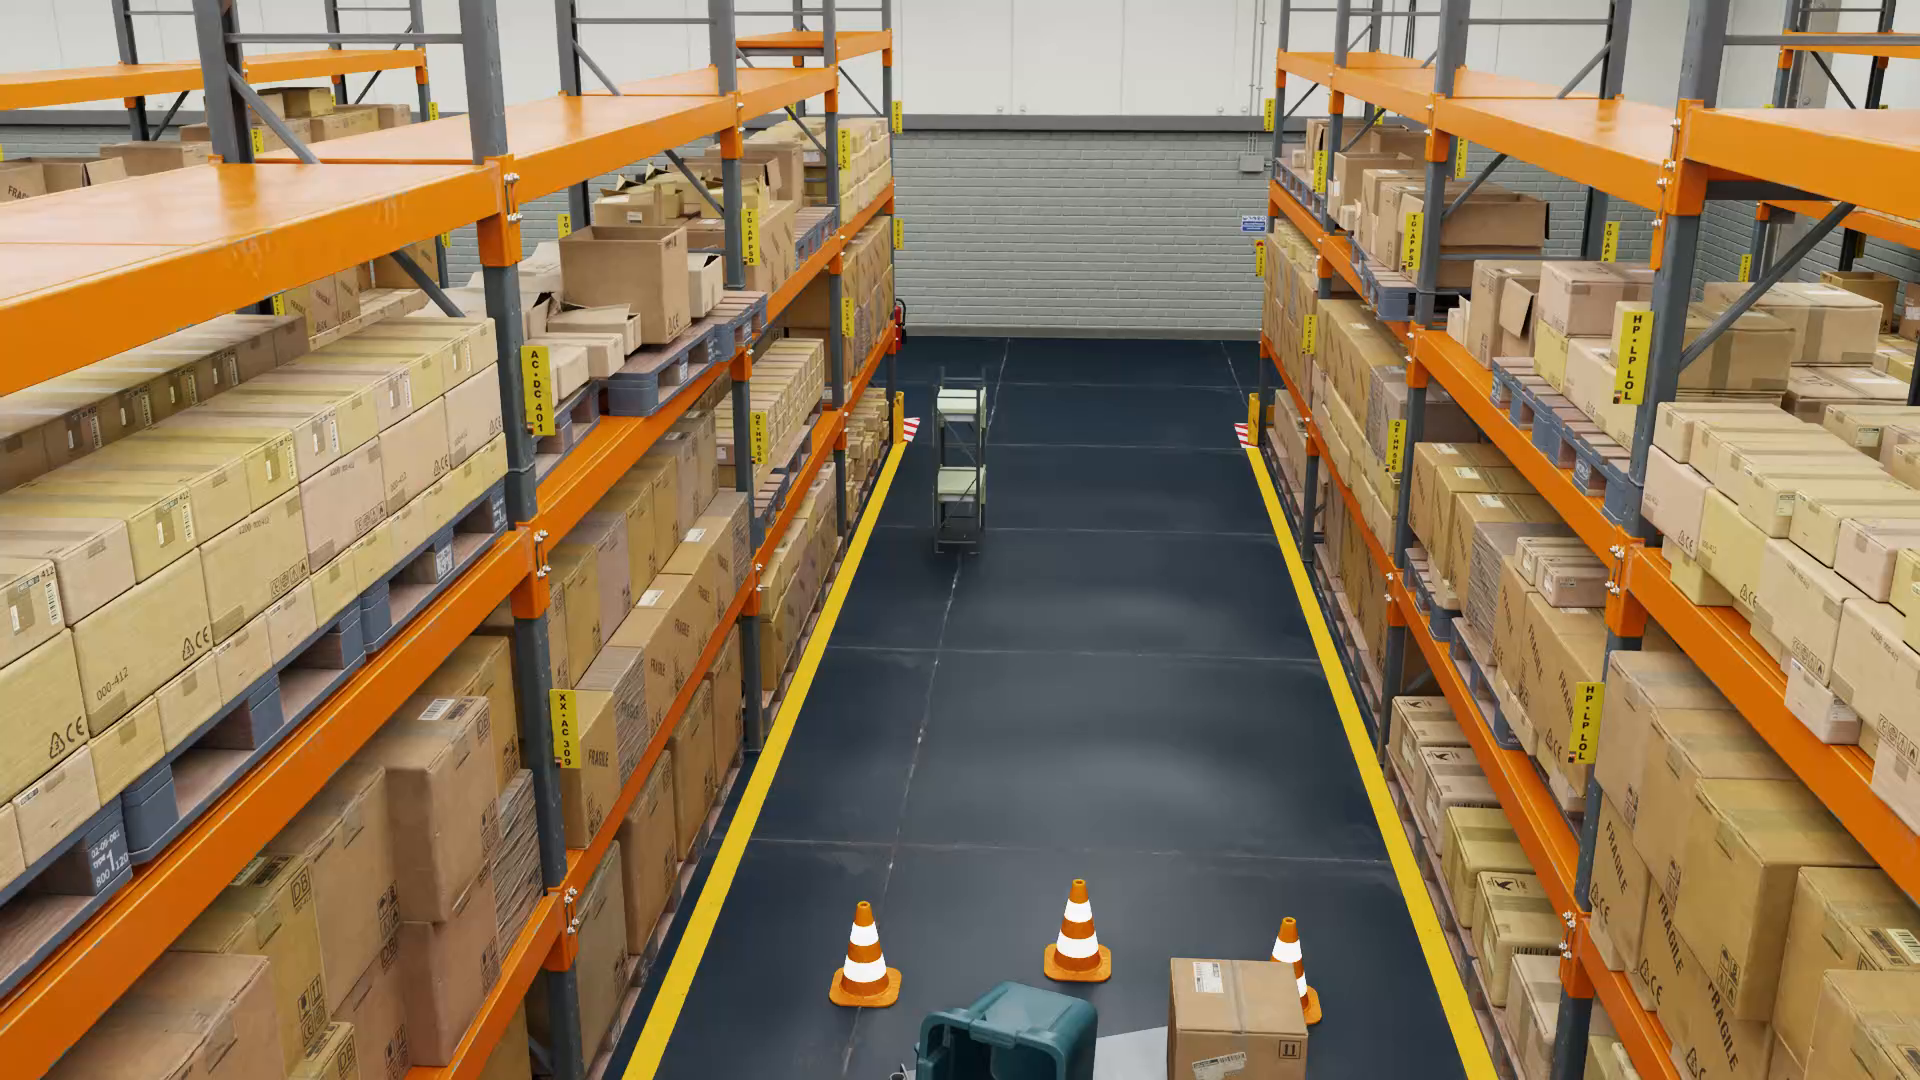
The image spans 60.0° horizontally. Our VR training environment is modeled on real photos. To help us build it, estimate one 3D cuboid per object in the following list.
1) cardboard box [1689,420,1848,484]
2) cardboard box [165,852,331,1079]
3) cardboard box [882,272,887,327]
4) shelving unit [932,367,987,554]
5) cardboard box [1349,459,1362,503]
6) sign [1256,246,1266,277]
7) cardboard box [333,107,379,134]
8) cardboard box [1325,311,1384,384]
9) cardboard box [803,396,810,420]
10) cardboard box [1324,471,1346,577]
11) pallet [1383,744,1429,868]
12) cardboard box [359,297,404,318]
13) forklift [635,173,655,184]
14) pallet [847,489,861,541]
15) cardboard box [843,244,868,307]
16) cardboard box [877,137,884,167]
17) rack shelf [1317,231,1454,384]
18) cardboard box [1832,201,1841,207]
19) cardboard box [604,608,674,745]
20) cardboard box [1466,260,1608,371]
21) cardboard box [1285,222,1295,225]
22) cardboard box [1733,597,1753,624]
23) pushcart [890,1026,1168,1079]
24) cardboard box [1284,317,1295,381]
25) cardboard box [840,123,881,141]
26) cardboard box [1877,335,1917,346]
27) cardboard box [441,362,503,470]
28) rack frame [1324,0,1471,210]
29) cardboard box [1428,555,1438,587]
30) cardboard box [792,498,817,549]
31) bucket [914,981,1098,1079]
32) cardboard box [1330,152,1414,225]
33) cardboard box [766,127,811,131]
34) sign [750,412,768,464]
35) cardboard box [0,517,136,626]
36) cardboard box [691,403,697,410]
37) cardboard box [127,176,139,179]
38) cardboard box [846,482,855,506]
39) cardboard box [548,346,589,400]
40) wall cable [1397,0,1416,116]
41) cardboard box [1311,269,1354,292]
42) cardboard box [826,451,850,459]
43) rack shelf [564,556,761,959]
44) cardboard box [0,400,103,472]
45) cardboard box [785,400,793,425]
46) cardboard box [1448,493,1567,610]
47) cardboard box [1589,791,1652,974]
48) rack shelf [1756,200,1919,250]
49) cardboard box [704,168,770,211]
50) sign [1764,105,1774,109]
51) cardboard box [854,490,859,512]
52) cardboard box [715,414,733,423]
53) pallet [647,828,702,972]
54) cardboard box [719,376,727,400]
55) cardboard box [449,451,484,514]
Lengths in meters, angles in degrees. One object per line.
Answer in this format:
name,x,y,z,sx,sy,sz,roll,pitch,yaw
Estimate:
cardboard box,2.540,-0.271,5.240,0.380,0.149,0.250,2,18,6
cardboard box,-2.257,1.195,4.485,0.875,0.550,0.500,1,18,4
cardboard box,-1.024,-2.448,16.939,0.500,0.500,0.500,1,18,3
shelving unit,0.000,-0.711,14.683,0.431,1.500,0.755,1,18,4
cardboard box,3.015,-0.407,11.590,0.500,0.250,0.500,1,18,3
sign,3.185,-2.949,17.587,0.100,0.325,0.005,1,18,4
cardboard box,-6.291,-4.092,16.781,0.700,0.500,0.500,1,18,2
cardboard box,3.124,-1.477,12.847,0.500,0.500,0.500,1,18,4
cardboard box,-1.380,-1.039,13.005,0.380,0.149,0.250,0,18,1
cardboard box,3.487,-0.239,13.572,0.875,0.875,0.875,2,18,6
pallet,3.107,1.567,9.802,1.003,0.211,1.213,1,18,4
cardboard box,-5.990,-2.305,16.902,0.500,0.250,0.500,1,18,2
forklift,-2.886,-2.168,16.832,1.130,2.935,3.031,0,18,0
pallet,-1.480,-0.206,15.214,1.003,0.211,1.213,1,18,4
cardboard box,-1.129,-2.438,15.302,0.500,0.500,0.500,2,18,5
cardboard box,-1.021,-3.849,16.472,0.500,0.250,0.500,1,18,2
rack shelf,3.308,-1.705,11.649,1.077,0.370,4.000,1,18,4
cardboard box,8.228,-3.114,15.195,0.380,0.149,0.250,1,18,4
cardboard box,-1.687,0.646,7.975,0.500,0.500,0.500,1,18,4
cardboard box,3.087,-1.180,8.728,0.700,0.500,0.500,1,18,4
cardboard box,3.489,-3.129,16.848,0.380,0.149,0.250,2,18,5
cardboard box,2.629,0.186,5.123,0.380,0.149,0.250,1,18,4
pushcart,0.600,2.452,6.833,1.648,0.377,0.936,-5,19,-15
cardboard box,3.282,-1.757,15.306,0.500,0.500,0.500,1,18,3
cardboard box,-0.981,-3.997,16.285,0.380,0.149,0.250,2,18,5
cardboard box,8.266,-1.678,14.989,0.500,0.250,0.500,1,18,4
cardboard box,-1.846,-0.422,5.503,0.500,0.250,0.500,1,18,3
rack frame,3.451,-4.094,12.965,1.000,3.000,0.127,1,18,4
cardboard box,2.836,0.187,9.264,0.380,0.149,0.250,0,18,0
cardboard box,-1.368,-0.129,12.636,0.500,0.250,0.500,0,18,1
bucket,0.223,2.089,6.545,0.726,0.611,0.620,8,10,23
cardboard box,3.099,-2.648,12.536,0.500,0.500,0.500,1,18,3
cardboard box,-1.630,-3.851,15.839,0.380,0.149,0.250,2,18,6
sign,-1.226,-0.619,10.135,0.100,0.325,0.005,1,18,4
cardboard box,-1.938,0.060,3.392,0.380,0.149,0.250,1,18,3
cardboard box,-2.107,-1.007,11.952,0.380,0.149,0.250,2,18,7
cardboard box,-6.602,-2.708,13.022,0.500,0.311,0.500,1,18,2
cardboard box,-1.148,-0.414,14.795,0.380,0.149,0.250,2,18,6
cardboard box,-1.745,-0.707,7.015,0.250,0.149,0.380,1,18,4
wall cable,7.391,-7.035,21.882,2.988,3.039,0.133,1,18,4
cardboard box,3.156,-2.177,13.941,0.380,0.149,0.250,1,18,3
cardboard box,-1.214,-0.716,15.239,0.380,0.149,0.250,1,18,3
rack shelf,-1.923,0.883,8.566,1.077,0.370,4.000,1,18,4
cardboard box,-2.522,-0.269,4.397,0.380,0.149,0.250,1,18,4
cardboard box,-1.439,-0.931,12.198,0.380,0.149,0.250,2,18,6
cardboard box,2.840,0.073,8.572,0.500,0.500,0.500,2,18,5
cardboard box,2.568,1.183,5.857,0.500,0.500,0.500,1,18,4
rack shelf,8.546,-2.838,15.105,1.077,0.370,4.000,1,18,4
cardboard box,-1.460,-2.276,10.845,0.396,0.266,0.258,1,18,4
sign,8.148,-4.229,16.790,0.100,0.325,0.005,1,18,4
cardboard box,-1.128,-0.356,15.095,0.380,0.149,0.250,2,18,6
cardboard box,-1.515,-0.742,11.142,0.380,0.149,0.250,1,18,4
pallet,-2.002,1.866,8.888,1.003,0.211,1.213,1,18,4
cardboard box,-2.033,-1.190,12.989,0.380,0.149,0.250,1,18,2
cardboard box,-1.792,-0.192,5.443,0.380,0.149,0.250,2,18,5
